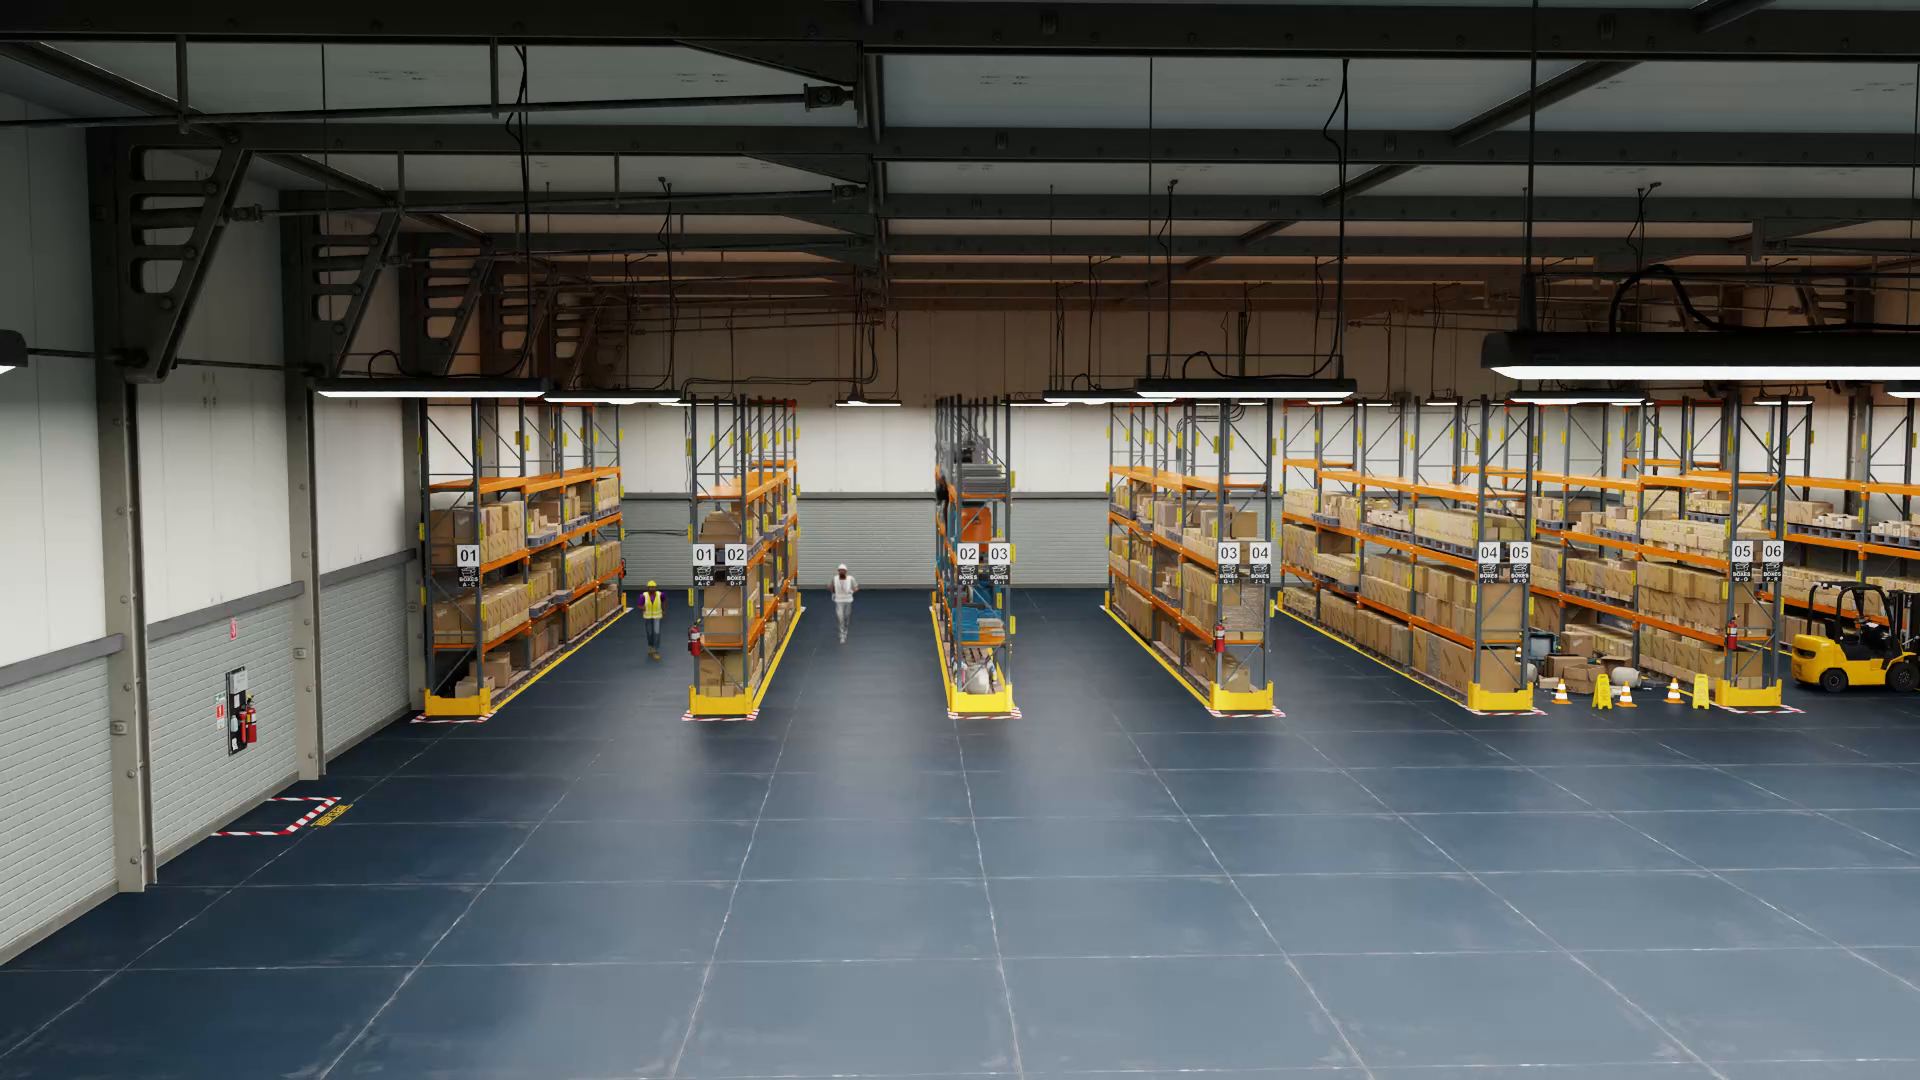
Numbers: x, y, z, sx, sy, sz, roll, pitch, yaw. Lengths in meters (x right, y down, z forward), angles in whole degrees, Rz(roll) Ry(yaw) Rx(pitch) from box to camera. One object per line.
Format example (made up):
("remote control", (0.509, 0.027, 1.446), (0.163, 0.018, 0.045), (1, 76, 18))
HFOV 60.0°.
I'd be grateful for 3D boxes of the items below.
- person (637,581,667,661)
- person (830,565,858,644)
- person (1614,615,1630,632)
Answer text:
("person", (-7.091, 1.820, 38.280), (0.640, 1.796, 0.890), (0, 5, -6))
("person", (-2.709, 1.480, 38.963), (0.665, 1.821, 0.874), (0, 5, -6))
("person", (16.289, 1.669, 40.628), (0.711, 1.735, 0.636), (0, 5, -4))
